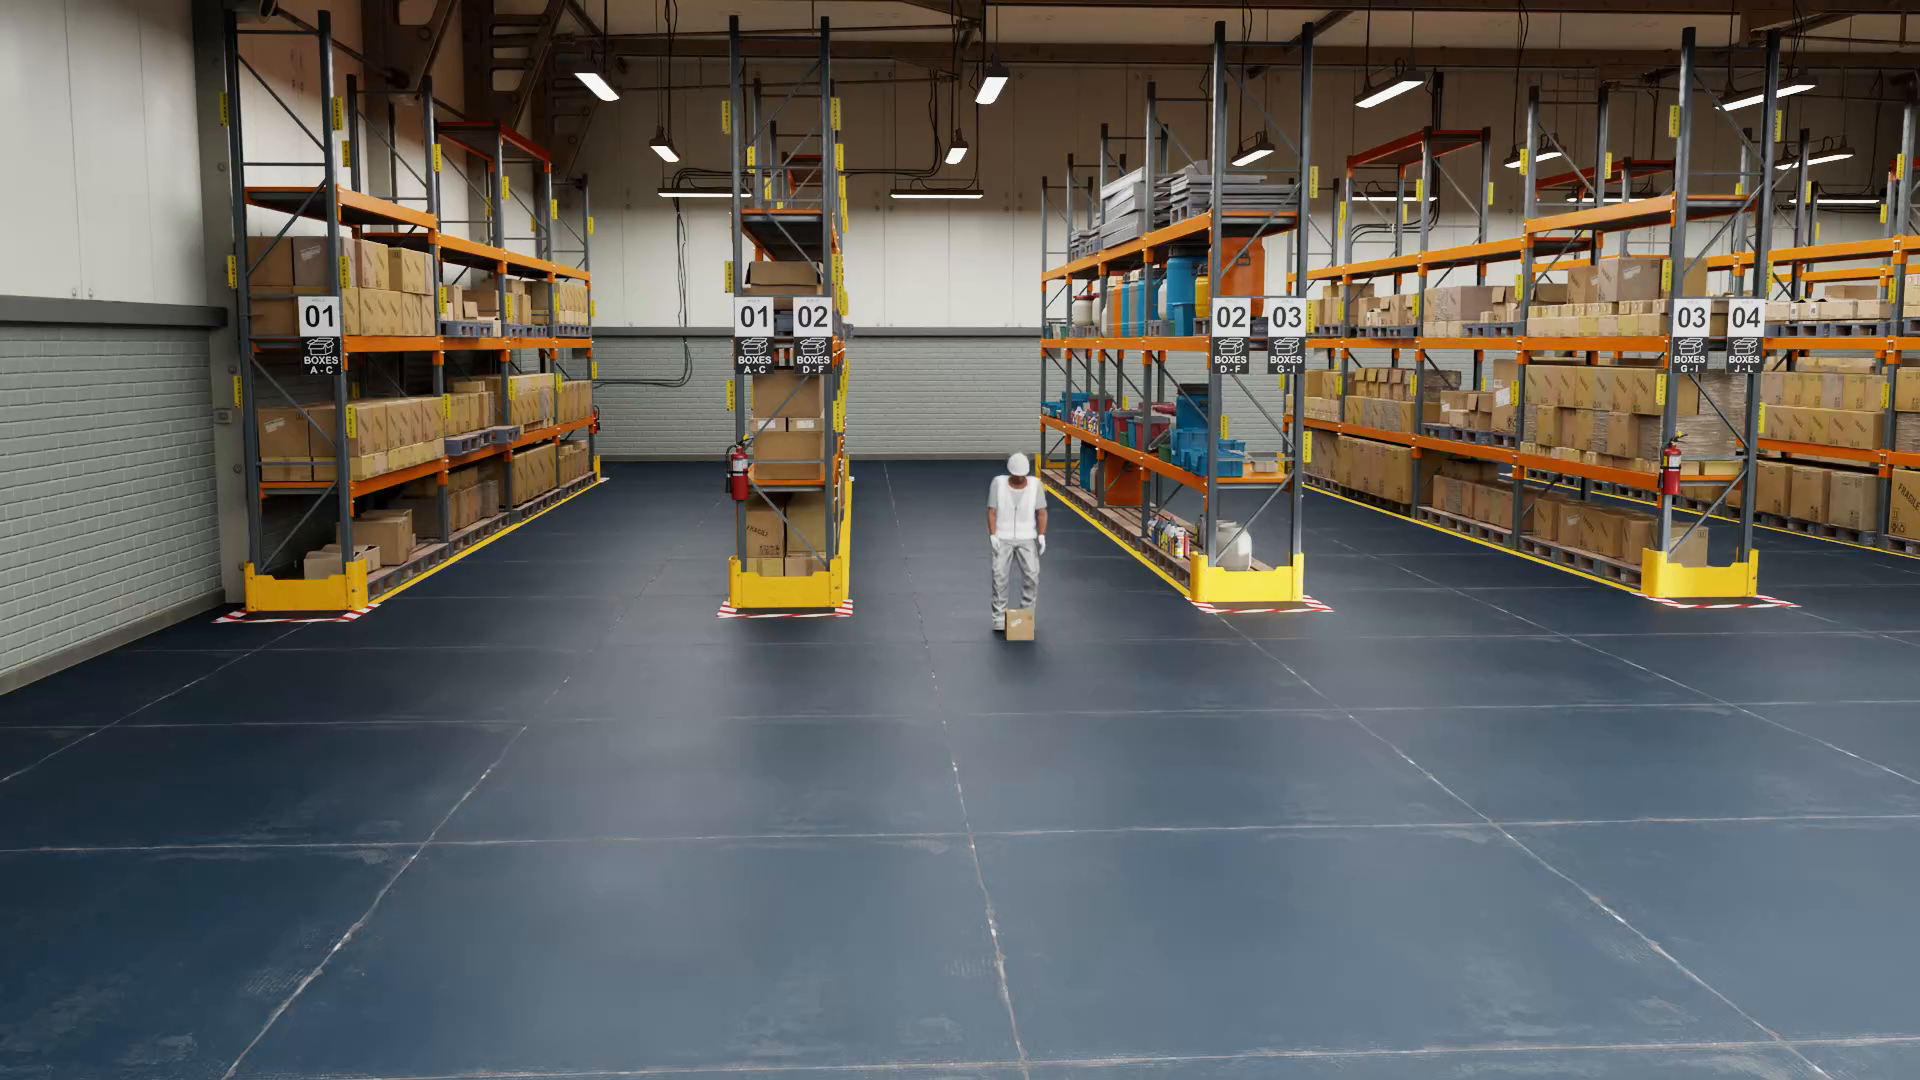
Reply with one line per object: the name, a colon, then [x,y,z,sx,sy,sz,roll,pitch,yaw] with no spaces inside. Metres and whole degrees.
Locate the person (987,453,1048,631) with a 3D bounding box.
person: [0.549,0.012,15.881,0.580,1.709,0.497,0,7,-1]
